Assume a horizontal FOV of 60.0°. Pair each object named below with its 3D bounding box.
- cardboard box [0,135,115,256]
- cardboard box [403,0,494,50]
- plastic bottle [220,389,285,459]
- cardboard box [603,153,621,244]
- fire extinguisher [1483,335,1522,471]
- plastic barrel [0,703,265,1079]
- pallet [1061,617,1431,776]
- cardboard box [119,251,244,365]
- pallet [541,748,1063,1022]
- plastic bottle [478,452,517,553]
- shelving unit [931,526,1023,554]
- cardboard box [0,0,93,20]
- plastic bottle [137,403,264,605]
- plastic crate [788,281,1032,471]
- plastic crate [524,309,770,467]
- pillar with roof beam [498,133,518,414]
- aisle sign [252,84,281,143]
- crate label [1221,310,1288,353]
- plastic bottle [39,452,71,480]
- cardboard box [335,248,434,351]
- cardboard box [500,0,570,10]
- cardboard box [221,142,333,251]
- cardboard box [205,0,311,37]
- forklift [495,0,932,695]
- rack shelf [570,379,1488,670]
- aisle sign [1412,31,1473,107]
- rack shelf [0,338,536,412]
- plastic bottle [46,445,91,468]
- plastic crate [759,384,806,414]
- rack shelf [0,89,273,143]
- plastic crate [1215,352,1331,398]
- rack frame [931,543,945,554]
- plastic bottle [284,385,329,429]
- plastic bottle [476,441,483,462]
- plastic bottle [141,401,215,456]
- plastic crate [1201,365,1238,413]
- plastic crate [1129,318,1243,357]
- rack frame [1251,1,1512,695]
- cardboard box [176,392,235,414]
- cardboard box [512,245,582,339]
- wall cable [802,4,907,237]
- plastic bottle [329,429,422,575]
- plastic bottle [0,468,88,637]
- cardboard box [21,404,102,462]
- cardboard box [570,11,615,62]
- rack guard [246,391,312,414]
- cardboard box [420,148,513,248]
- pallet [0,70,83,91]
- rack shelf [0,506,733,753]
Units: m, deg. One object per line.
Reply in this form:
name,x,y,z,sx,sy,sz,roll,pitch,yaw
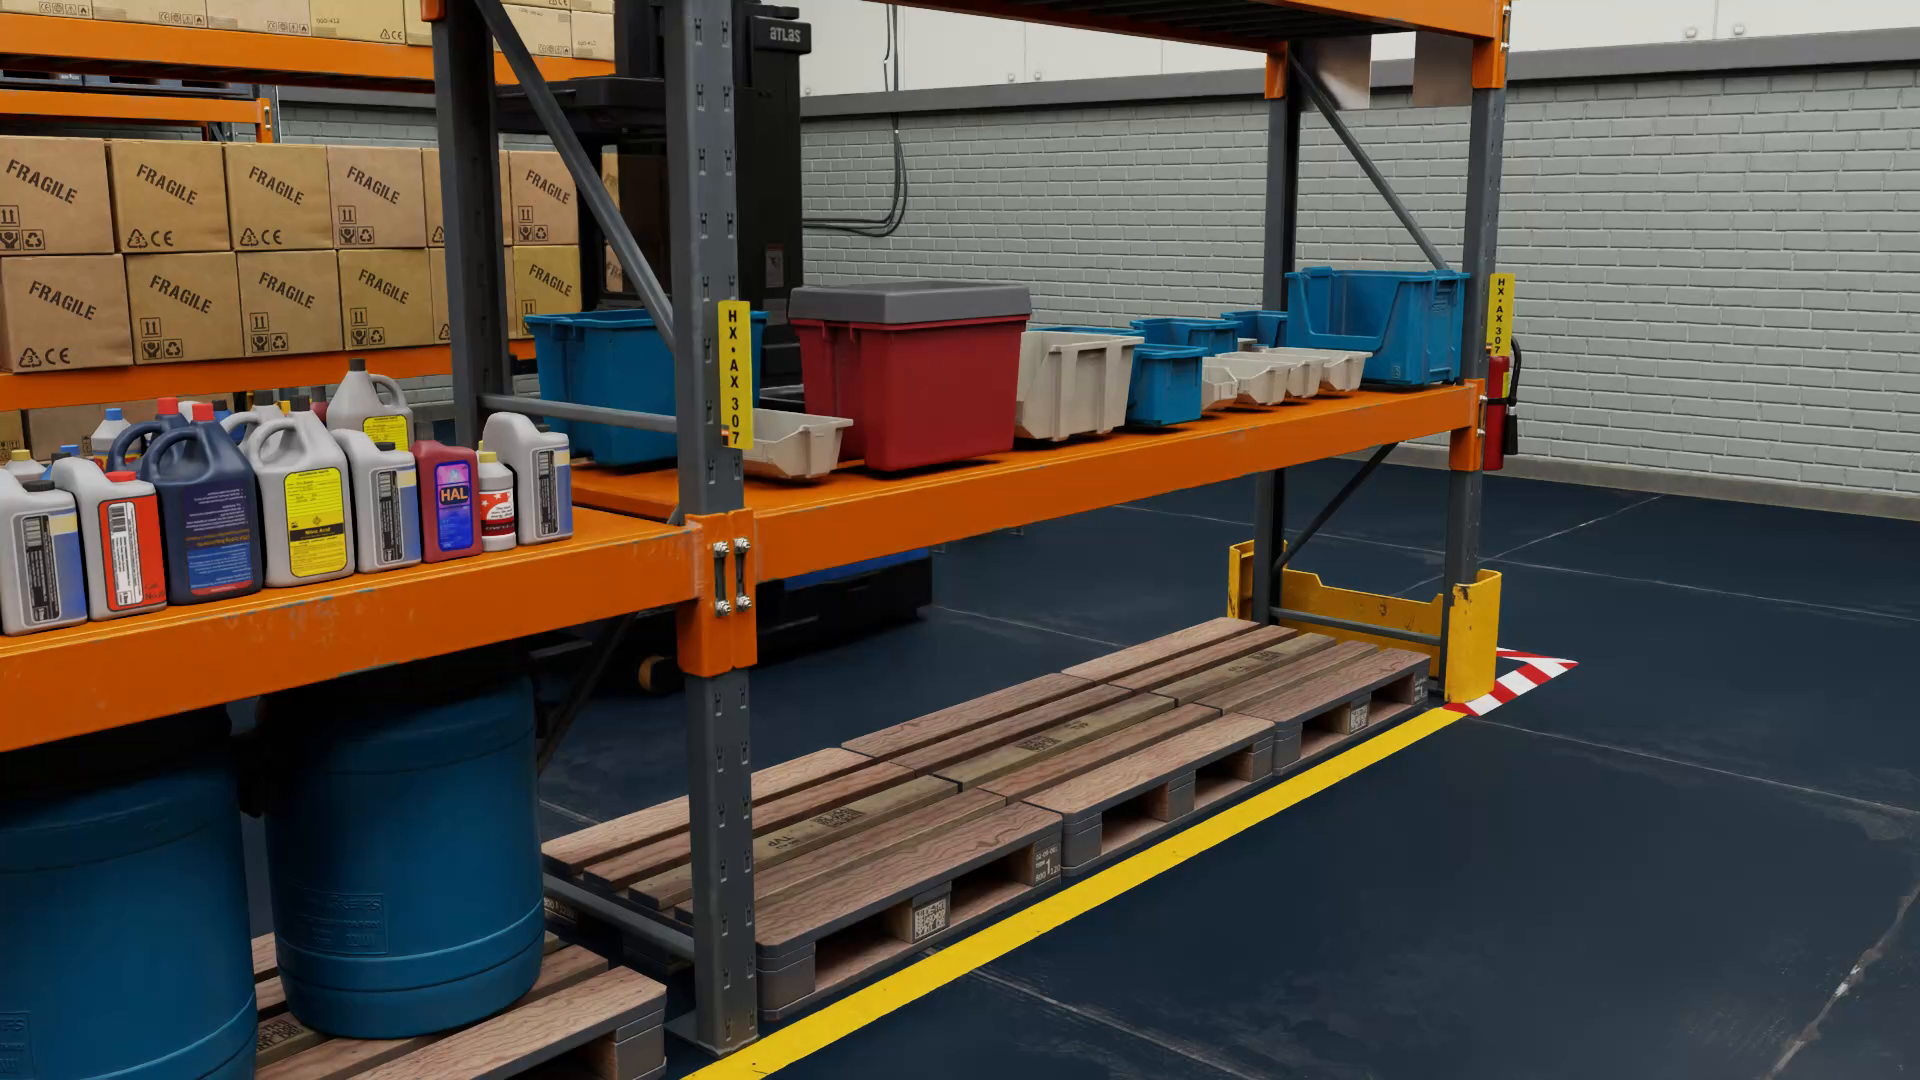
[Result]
cardboard box,-4.103,-1.513,7.321,0.500,0.500,0.500,10,15,42
cardboard box,-2.785,-2.670,8.644,0.500,0.250,0.500,10,15,40
plastic bottle,-1.376,-0.117,3.263,0.144,0.351,0.185,10,15,40
cardboard box,-2.072,-1.968,9.596,0.500,0.500,0.500,10,15,40
fire extinguisher,2.174,-0.631,6.862,0.296,0.674,0.183,10,15,40
plastic barrel,-1.746,0.705,3.307,0.600,0.901,0.708,10,15,40
pallet,1.160,0.595,6.691,1.003,0.211,1.213,10,15,40
cardboard box,-3.749,-1.105,7.832,0.500,0.500,0.500,10,15,41
pallet,-0.451,0.954,4.894,1.003,0.211,1.213,10,15,40
plastic bottle,-0.980,-0.082,3.471,0.097,0.201,0.097,0,11,0
shelving unit,-0.004,-0.734,10.059,0.431,1.500,0.755,10,15,40
cardboard box,-4.118,-2.378,7.182,0.500,0.250,0.500,10,15,40
plastic bottle,-1.390,-0.071,3.034,0.144,0.351,0.185,10,15,40
plastic crate,-0.129,-0.460,4.537,0.402,0.464,0.583,10,15,40
plastic crate,-0.855,-0.434,4.614,0.392,0.384,0.575,10,15,40
pillar with roof beam,-1.342,-5.064,12.588,9.100,9.000,0.400,10,15,40
aisle sign,-5.436,-3.416,13.018,0.394,0.787,0.004,10,15,40
crate label,1.323,-0.842,7.042,0.416,0.233,0.303,10,15,40
plastic bottle,-1.604,-0.022,2.994,0.097,0.271,0.097,0,11,0
cardboard box,-3.082,-1.254,8.574,0.500,0.500,0.500,9,15,40
cardboard box,-2.462,-2.990,8.970,0.500,0.250,0.500,10,15,40
cardboard box,-3.423,-1.665,8.079,0.500,0.500,0.500,9,15,39
cardboard box,-3.454,-2.524,7.915,0.500,0.250,0.500,10,15,40
forklift,-1.468,-0.899,7.230,1.130,2.935,3.031,9,15,39
rack shelf,0.413,-0.241,5.598,1.077,0.370,4.000,10,15,40
aisle sign,2.001,-2.136,6.609,0.394,0.787,0.004,10,15,40
rack shelf,-3.305,-0.882,8.807,1.077,0.370,4.000,10,15,40
plastic bottle,-1.902,-0.102,3.570,0.097,0.201,0.097,0,11,0
plastic crate,-0.370,-0.394,5.074,0.437,0.125,0.590,10,15,40
rack shelf,-7.029,-2.993,11.717,1.077,0.370,4.000,10,15,40
plastic crate,1.129,-0.604,6.099,0.396,0.136,0.243,10,15,40
rack frame,-0.246,-0.681,9.790,0.400,1.500,0.023,10,15,40
plastic bottle,-1.558,-0.224,3.973,0.061,0.283,0.133,10,15,40
plastic bottle,-1.030,-0.116,3.641,0.097,0.201,0.097,0,11,0
plastic bottle,-1.740,-0.166,3.702,0.152,0.276,0.135,10,15,40
plastic crate,0.782,-0.514,5.647,0.298,0.136,0.250,10,15,40
plastic crate,0.889,-0.745,6.557,0.416,0.233,0.300,10,15,40
rack frame,1.733,-0.888,7.001,1.000,3.000,0.127,10,15,40
cardboard box,-6.095,-1.033,13.037,0.700,0.500,0.500,10,15,40
cardboard box,-2.416,-1.401,9.309,0.500,0.500,0.500,10,15,41
wall cable,-1.706,-4.374,17.065,3.097,2.526,0.112,10,15,40
plastic bottle,-1.166,-0.085,3.298,0.152,0.276,0.135,10,15,40
plastic bottle,-1.587,0.008,2.827,0.152,0.276,0.135,10,15,40
cardboard box,-6.757,-0.886,12.297,0.700,0.500,0.500,9,14,39
cardboard box,-2.126,-2.817,9.382,0.500,0.250,0.500,10,15,40
rack guard,-5.693,-0.947,13.676,1.175,0.500,0.348,10,15,40
cardboard box,-2.744,-1.816,8.839,0.500,0.500,0.500,10,15,42
pallet,-6.996,-3.306,11.673,1.003,0.211,1.213,10,15,40
rack shelf,-2.227,0.347,2.651,1.077,0.370,4.000,10,15,40
